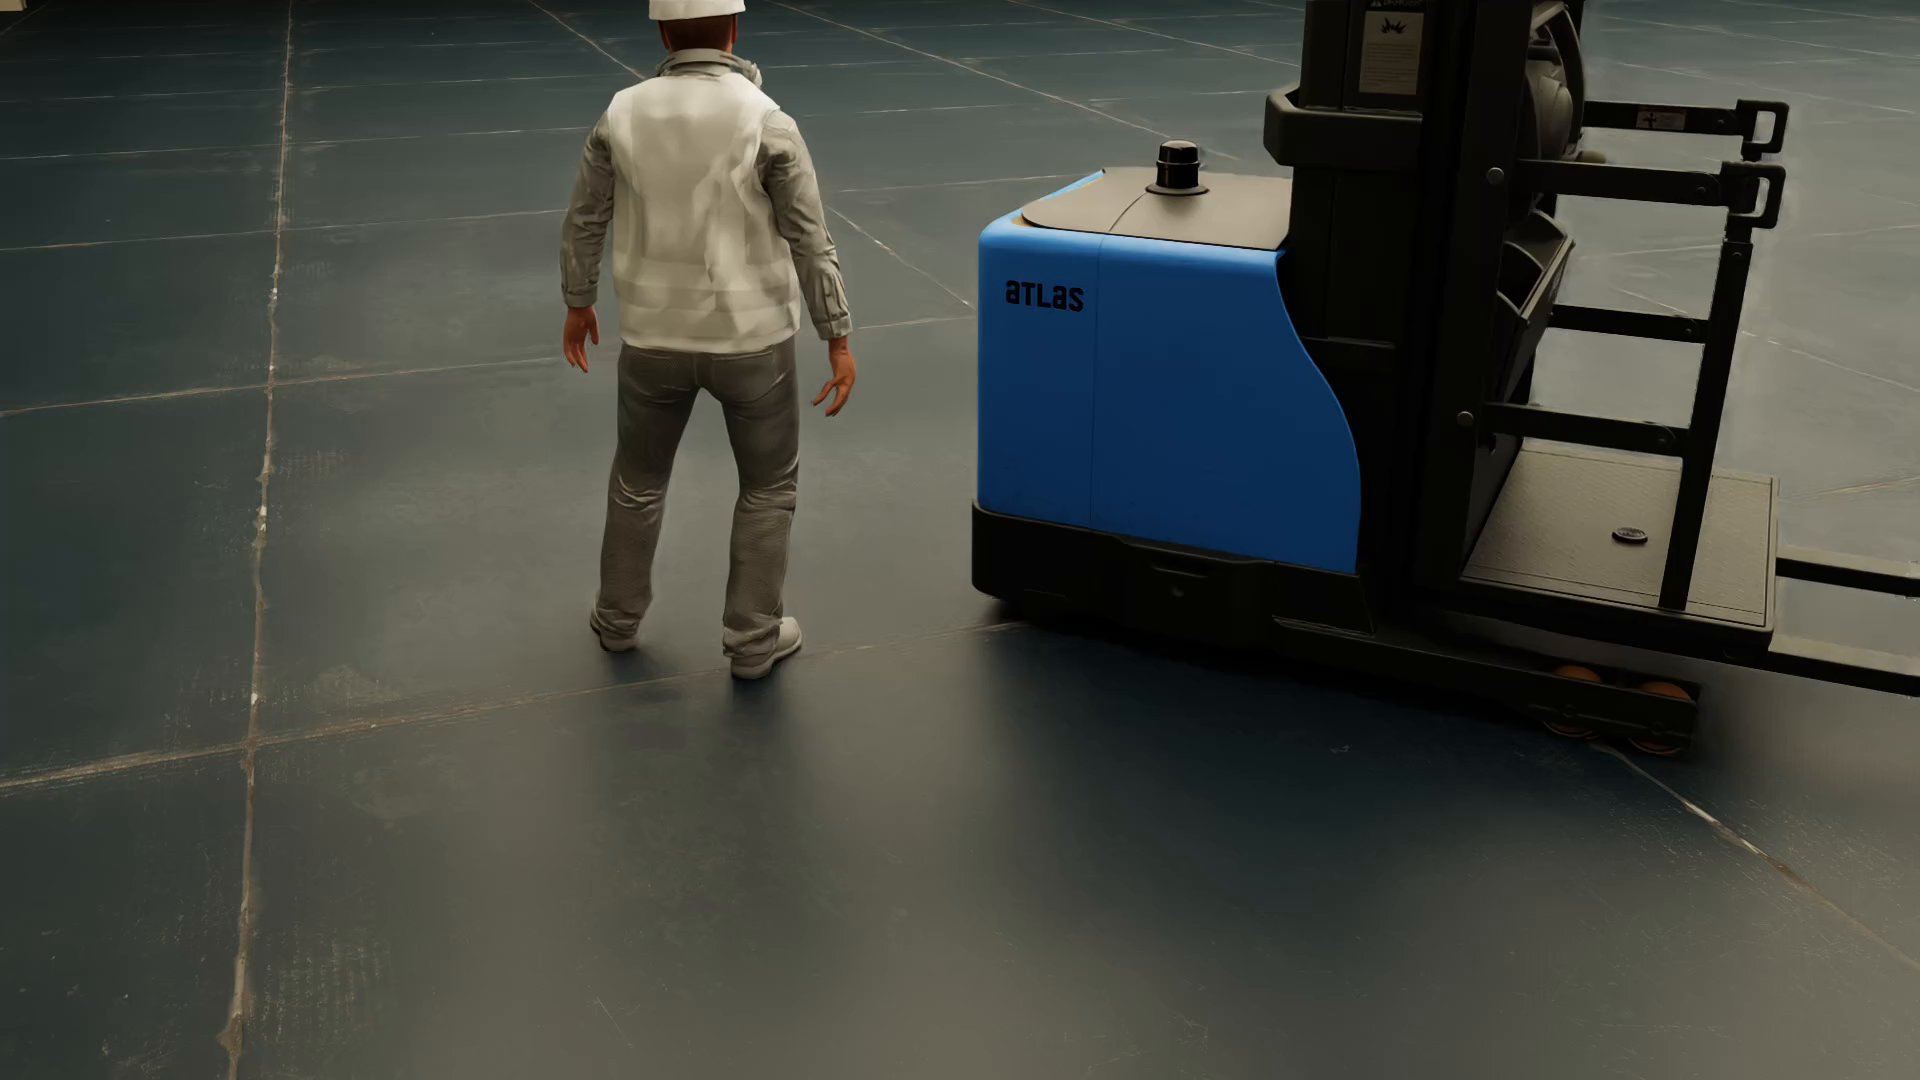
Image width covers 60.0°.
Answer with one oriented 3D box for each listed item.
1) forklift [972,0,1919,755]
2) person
[{"bbox_3d":[1.592,-1.085,3.878,3.031,2.935,1.130,10,25,23],"label":"forklift"},{"bbox_3d":[-0.632,-0.525,4.079,0.805,1.747,0.434,4,23,9],"label":"person"}]
